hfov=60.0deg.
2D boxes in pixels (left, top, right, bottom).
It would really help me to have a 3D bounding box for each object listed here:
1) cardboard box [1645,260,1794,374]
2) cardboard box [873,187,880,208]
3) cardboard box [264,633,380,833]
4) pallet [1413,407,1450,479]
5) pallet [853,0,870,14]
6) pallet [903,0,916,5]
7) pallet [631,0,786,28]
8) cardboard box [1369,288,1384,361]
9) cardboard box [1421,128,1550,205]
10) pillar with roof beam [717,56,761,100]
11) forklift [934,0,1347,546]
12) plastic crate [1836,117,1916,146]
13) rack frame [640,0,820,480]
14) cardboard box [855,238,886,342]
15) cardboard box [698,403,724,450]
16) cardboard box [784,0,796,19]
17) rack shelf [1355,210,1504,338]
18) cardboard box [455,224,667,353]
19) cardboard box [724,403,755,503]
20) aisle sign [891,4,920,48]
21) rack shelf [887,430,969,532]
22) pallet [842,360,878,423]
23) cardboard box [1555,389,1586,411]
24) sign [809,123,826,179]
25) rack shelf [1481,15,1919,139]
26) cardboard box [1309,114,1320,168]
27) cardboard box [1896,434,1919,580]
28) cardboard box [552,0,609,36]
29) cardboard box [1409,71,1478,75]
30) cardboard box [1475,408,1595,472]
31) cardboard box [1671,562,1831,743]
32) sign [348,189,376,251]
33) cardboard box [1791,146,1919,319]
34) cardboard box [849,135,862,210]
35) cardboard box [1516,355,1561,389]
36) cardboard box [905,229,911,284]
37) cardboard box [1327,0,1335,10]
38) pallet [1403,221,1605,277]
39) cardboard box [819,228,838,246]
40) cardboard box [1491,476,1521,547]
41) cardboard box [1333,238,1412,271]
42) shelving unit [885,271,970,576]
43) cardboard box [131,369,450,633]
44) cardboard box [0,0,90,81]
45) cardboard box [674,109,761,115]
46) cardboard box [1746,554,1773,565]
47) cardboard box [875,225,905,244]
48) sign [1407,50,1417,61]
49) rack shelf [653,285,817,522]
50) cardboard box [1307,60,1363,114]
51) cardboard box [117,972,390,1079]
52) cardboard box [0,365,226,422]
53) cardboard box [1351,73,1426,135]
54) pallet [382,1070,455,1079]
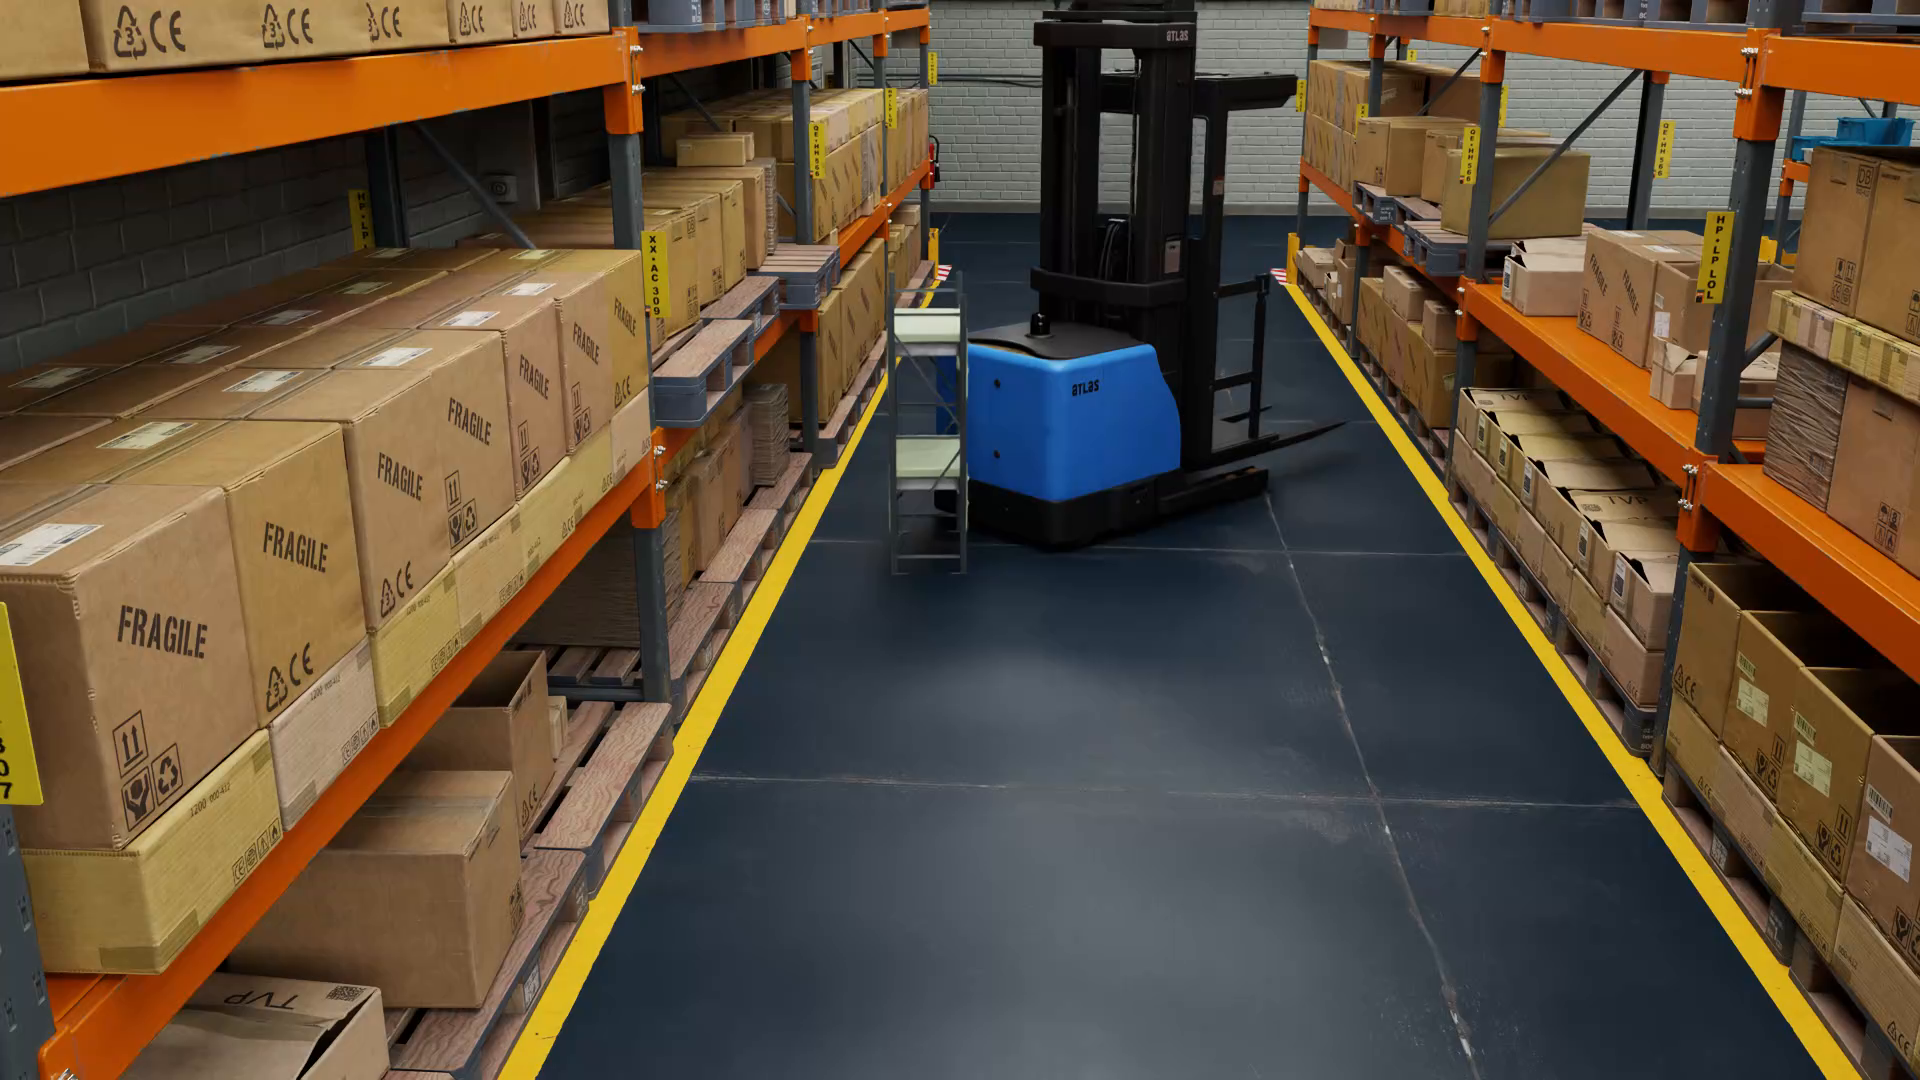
[{"bbox_3d":[3.358,-0.938,7.308,0.500,0.500,0.500,3,18,8],"label":"cardboard box"},{"bbox_3d":[-0.855,-2.783,13.470,0.380,0.149,0.250,2,18,5],"label":"cardboard box"},{"bbox_3d":[-1.604,0.400,3.595,0.500,0.250,0.500,1,18,2],"label":"cardboard box"},{"bbox_3d":[3.627,-0.637,11.029,1.003,0.211,1.213,1,18,4],"label":"pallet"},{"bbox_3d":[-1.135,-4.132,12.705,0.805,0.209,1.217,1,18,2],"label":"pallet"},{"bbox_3d":[-0.959,-5.098,15.489,1.003,0.211,1.213,1,18,4],"label":"pallet"},{"bbox_3d":[-1.470,-2.446,7.555,1.213,0.211,1.003,1,18,4],"label":"pallet"},{"bbox_3d":[3.518,-1.684,13.053,0.500,0.500,0.500,2,18,5],"label":"cardboard box"},{"bbox_3d":[3.758,-2.671,11.921,0.700,0.500,0.500,-3,18,-10],"label":"cardboard box"},{"bbox_3d":[2.363,-6.074,13.510,9.100,9.000,0.400,1,18,4],"label":"pillar with roof beam"},{"bbox_3d":[1.264,-1.731,10.000,3.031,2.935,1.130,-16,24,-41],"label":"forklift"},{"bbox_3d":[9.212,-4.041,16.786,0.616,0.435,0.499,1,18,4],"label":"plastic crate"},{"bbox_3d":[-1.405,-1.841,10.223,1.000,3.000,0.127,1,18,4],"label":"rack frame"},{"bbox_3d":[-1.035,-2.056,13.659,0.750,0.750,0.750,1,18,5],"label":"cardboard box"},{"bbox_3d":[-1.540,-0.658,8.717,0.500,0.250,0.500,1,18,4],"label":"cardboard box"},{"bbox_3d":[-1.187,-3.004,9.066,0.500,0.311,0.500,1,18,4],"label":"cardboard box"},{"bbox_3d":[3.679,-2.011,11.897,1.077,0.370,4.000,1,18,4],"label":"rack shelf"},{"bbox_3d":[-1.621,-1.012,6.828,0.700,0.500,0.500,1,18,4],"label":"cardboard box"},{"bbox_3d":[-1.558,-0.480,9.378,0.700,0.500,0.500,1,18,4],"label":"cardboard box"},{"bbox_3d":[-0.527,-5.576,17.449,0.394,0.787,0.004,1,18,4],"label":"aisle sign"},{"bbox_3d":[-0.177,-0.330,9.068,0.431,0.370,0.720,-1,18,-2],"label":"rack shelf"},{"bbox_3d":[-1.183,-1.137,12.553,1.003,0.211,1.213,1,18,4],"label":"pallet"},{"bbox_3d":[3.744,-0.722,9.651,0.500,0.311,0.500,2,18,5],"label":"cardboard box"},{"bbox_3d":[-0.863,-2.344,10.027,0.100,0.325,0.005,1,18,4],"label":"sign"},{"bbox_3d":[3.393,-2.194,7.638,1.077,0.370,4.000,1,18,4],"label":"rack shelf"},{"bbox_3d":[3.783,-3.971,16.564,0.500,0.500,0.500,1,18,3],"label":"cardboard box"},{"bbox_3d":[3.153,-0.079,4.686,0.700,0.500,0.500,2,18,5],"label":"cardboard box"},{"bbox_3d":[-1.482,-1.918,5.448,0.500,0.500,0.500,2,18,5],"label":"cardboard box"},{"bbox_3d":[4.174,-3.797,14.426,0.500,0.500,0.500,1,18,2],"label":"cardboard box"},{"bbox_3d":[3.176,-0.571,9.190,0.500,0.311,0.500,1,18,3],"label":"cardboard box"},{"bbox_3d":[2.904,0.399,5.926,0.500,0.500,0.500,1,18,4],"label":"cardboard box"},{"bbox_3d":[-2.246,-1.160,6.286,0.100,0.325,0.005,1,18,4],"label":"sign"},{"bbox_3d":[3.224,-1.015,5.459,0.700,0.500,0.500,1,18,4],"label":"cardboard box"},{"bbox_3d":[-1.002,-2.663,12.061,0.500,0.500,0.500,2,18,5],"label":"cardboard box"},{"bbox_3d":[3.854,-0.887,10.622,0.500,0.500,0.500,2,18,6],"label":"cardboard box"},{"bbox_3d":[-0.853,-2.806,16.508,0.700,0.500,0.500,1,18,2],"label":"cardboard box"},{"bbox_3d":[3.736,-5.106,15.612,0.500,0.250,0.500,1,18,4],"label":"cardboard box"},{"bbox_3d":[3.515,-1.852,10.566,1.213,0.211,1.003,1,18,4],"label":"pallet"},{"bbox_3d":[-1.020,-1.987,11.040,0.380,0.149,0.250,2,18,6],"label":"cardboard box"},{"bbox_3d":[3.139,-0.150,8.806,0.500,0.250,0.500,1,18,2],"label":"cardboard box"},{"bbox_3d":[3.952,-2.580,15.782,0.797,0.503,0.637,1,18,4],"label":"cardboard box"},{"bbox_3d":[-0.177,-0.640,8.967,0.431,1.500,0.755,-1,18,-2],"label":"shelving unit"},{"bbox_3d":[-1.556,-0.106,3.933,0.500,0.500,0.500,1,18,2],"label":"cardboard box"},{"bbox_3d":[-1.705,-0.937,2.455,0.500,0.500,0.500,2,18,5],"label":"cardboard box"},{"bbox_3d":[-1.591,-2.703,10.980,0.500,0.250,0.500,1,18,2],"label":"cardboard box"},{"bbox_3d":[3.527,0.229,6.748,0.500,0.311,0.500,1,18,4],"label":"cardboard box"},{"bbox_3d":[-0.719,-2.897,15.746,0.380,0.149,0.250,1,18,2],"label":"cardboard box"},{"bbox_3d":[4.662,-4.898,17.186,0.100,0.325,0.005,1,18,4],"label":"sign"},{"bbox_3d":[-1.548,-0.878,8.439,1.077,0.370,4.000,1,18,4],"label":"rack shelf"},{"bbox_3d":[3.815,-4.607,16.898,0.500,0.500,0.500,2,18,6],"label":"cardboard box"},{"bbox_3d":[-1.798,1.323,4.181,0.500,0.311,0.500,3,18,8],"label":"cardboard box"},{"bbox_3d":[-2.078,-0.119,3.972,0.500,0.500,0.500,1,18,2],"label":"cardboard box"},{"bbox_3d":[3.601,-3.659,14.006,0.500,0.500,0.500,1,18,4],"label":"cardboard box"},{"bbox_3d":[-1.880,1.694,3.914,1.003,0.211,1.213,1,18,4],"label":"pallet"}]
